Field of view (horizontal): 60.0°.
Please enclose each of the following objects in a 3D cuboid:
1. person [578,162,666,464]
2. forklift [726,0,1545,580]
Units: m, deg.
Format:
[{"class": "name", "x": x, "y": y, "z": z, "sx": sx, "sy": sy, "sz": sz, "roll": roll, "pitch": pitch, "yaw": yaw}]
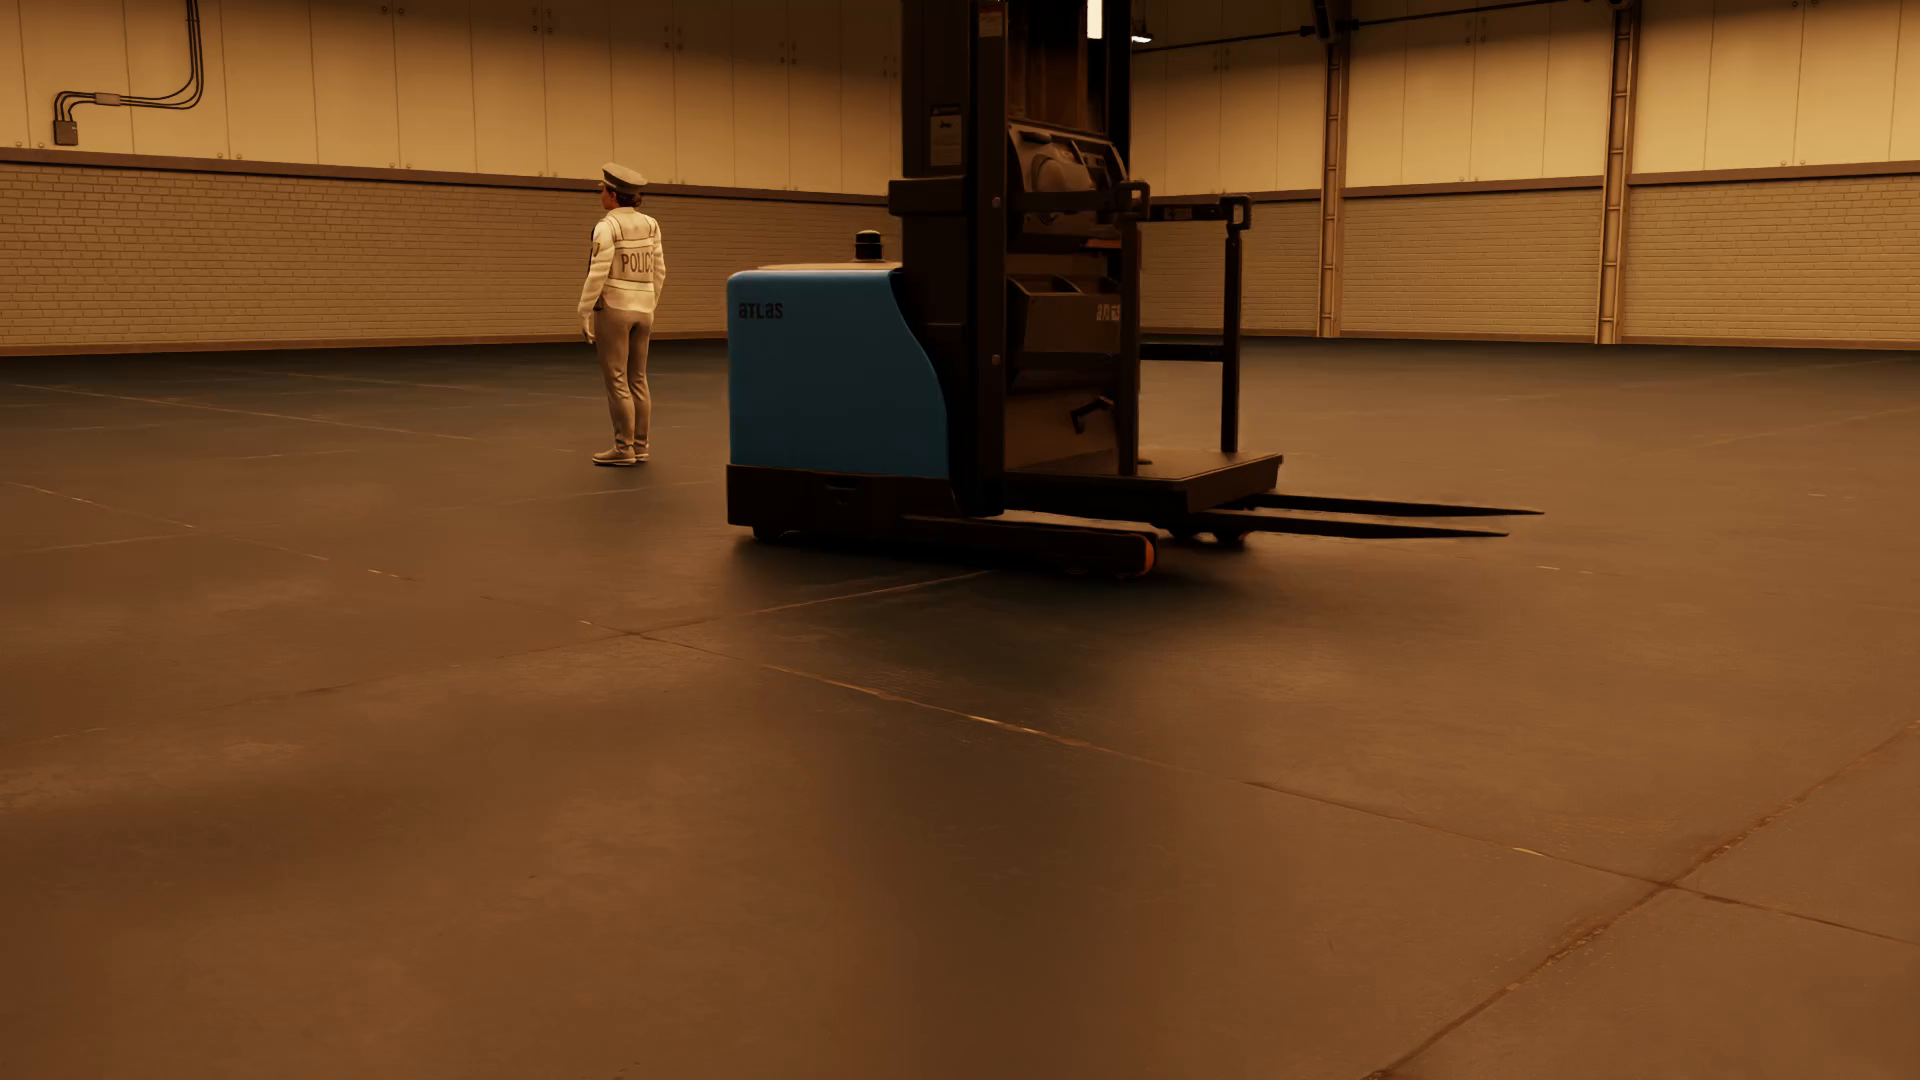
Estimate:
[{"class": "person", "x": -1.968, "y": -1.279, "z": 9.474, "sx": 0.533, "sy": 1.697, "sz": 0.588, "roll": 6, "pitch": 10, "yaw": 34}, {"class": "forklift", "x": 0.597, "y": -1.400, "z": 6.171, "sx": 3.031, "sy": 2.935, "sz": 1.130, "roll": 5, "pitch": 10, "yaw": 29}]
